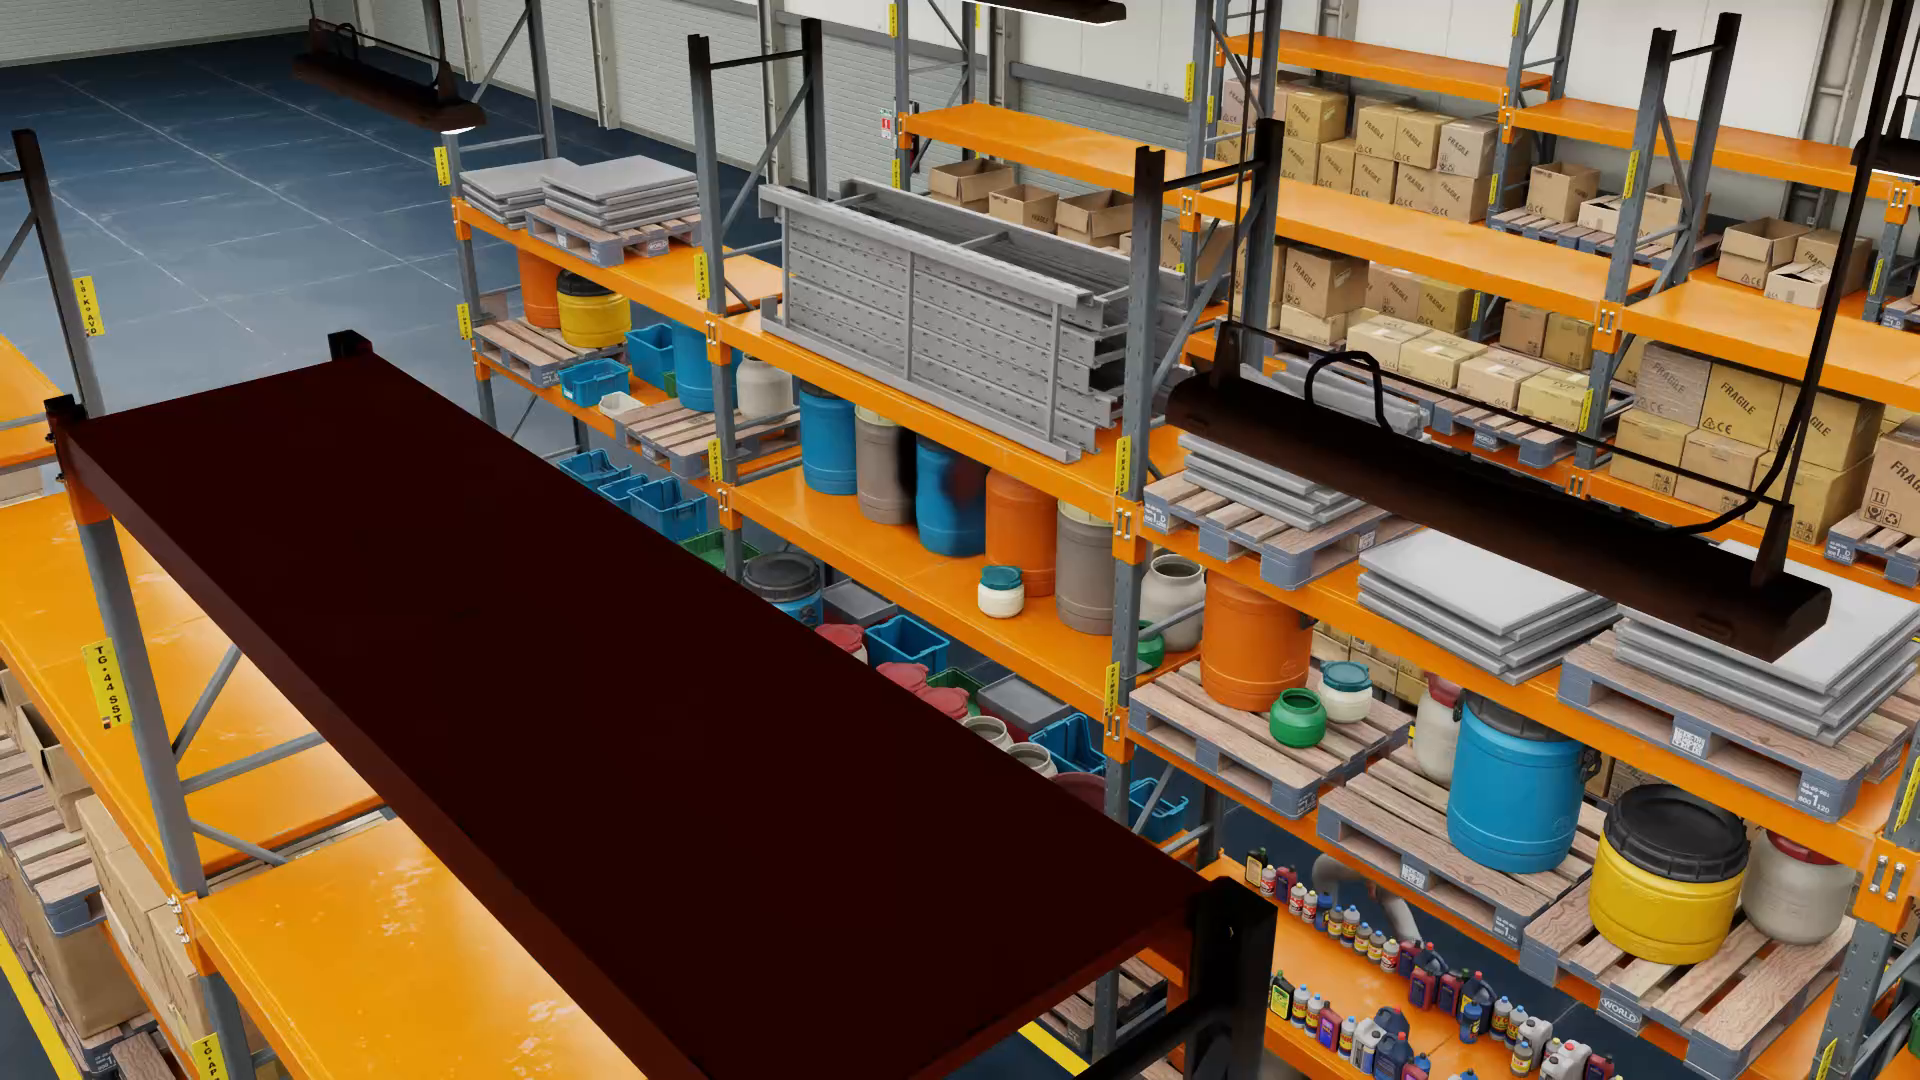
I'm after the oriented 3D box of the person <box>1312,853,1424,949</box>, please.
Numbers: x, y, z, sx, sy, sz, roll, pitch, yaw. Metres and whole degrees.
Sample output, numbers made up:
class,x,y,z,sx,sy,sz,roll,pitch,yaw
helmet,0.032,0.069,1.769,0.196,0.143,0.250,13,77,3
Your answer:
class,x,y,z,sx,sy,sz,roll,pitch,yaw
person,2.789,2.035,11.145,0.538,1.685,1.023,-18,32,-32
